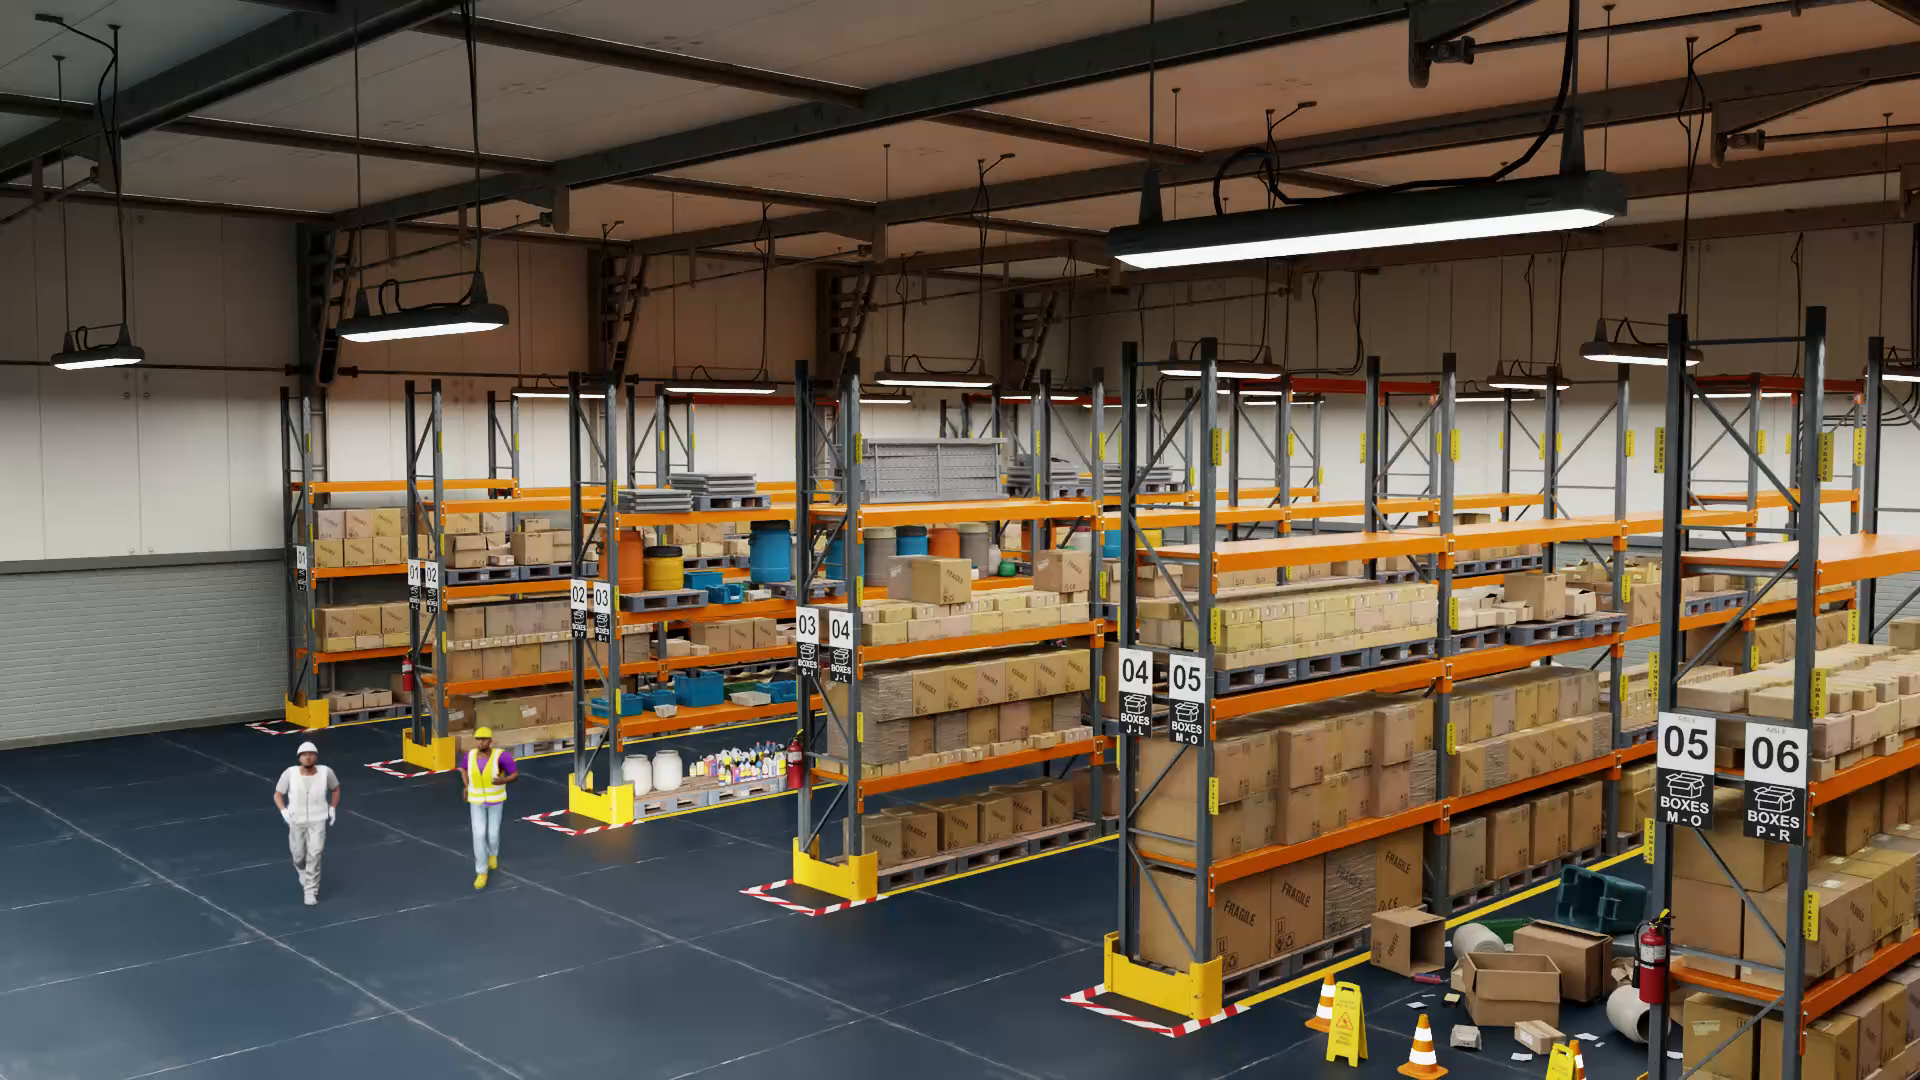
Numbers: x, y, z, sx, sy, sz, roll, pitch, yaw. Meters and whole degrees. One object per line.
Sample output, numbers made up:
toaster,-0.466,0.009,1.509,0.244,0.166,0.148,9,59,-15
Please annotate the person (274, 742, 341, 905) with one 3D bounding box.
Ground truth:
person,-7.244,3.114,18.480,0.685,1.757,0.752,-1,4,-20

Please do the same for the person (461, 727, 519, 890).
person,-5.456,3.045,19.274,0.676,1.794,0.910,-1,4,-9

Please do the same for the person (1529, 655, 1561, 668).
person,9.285,2.594,26.464,0.658,1.830,0.808,3,5,37
